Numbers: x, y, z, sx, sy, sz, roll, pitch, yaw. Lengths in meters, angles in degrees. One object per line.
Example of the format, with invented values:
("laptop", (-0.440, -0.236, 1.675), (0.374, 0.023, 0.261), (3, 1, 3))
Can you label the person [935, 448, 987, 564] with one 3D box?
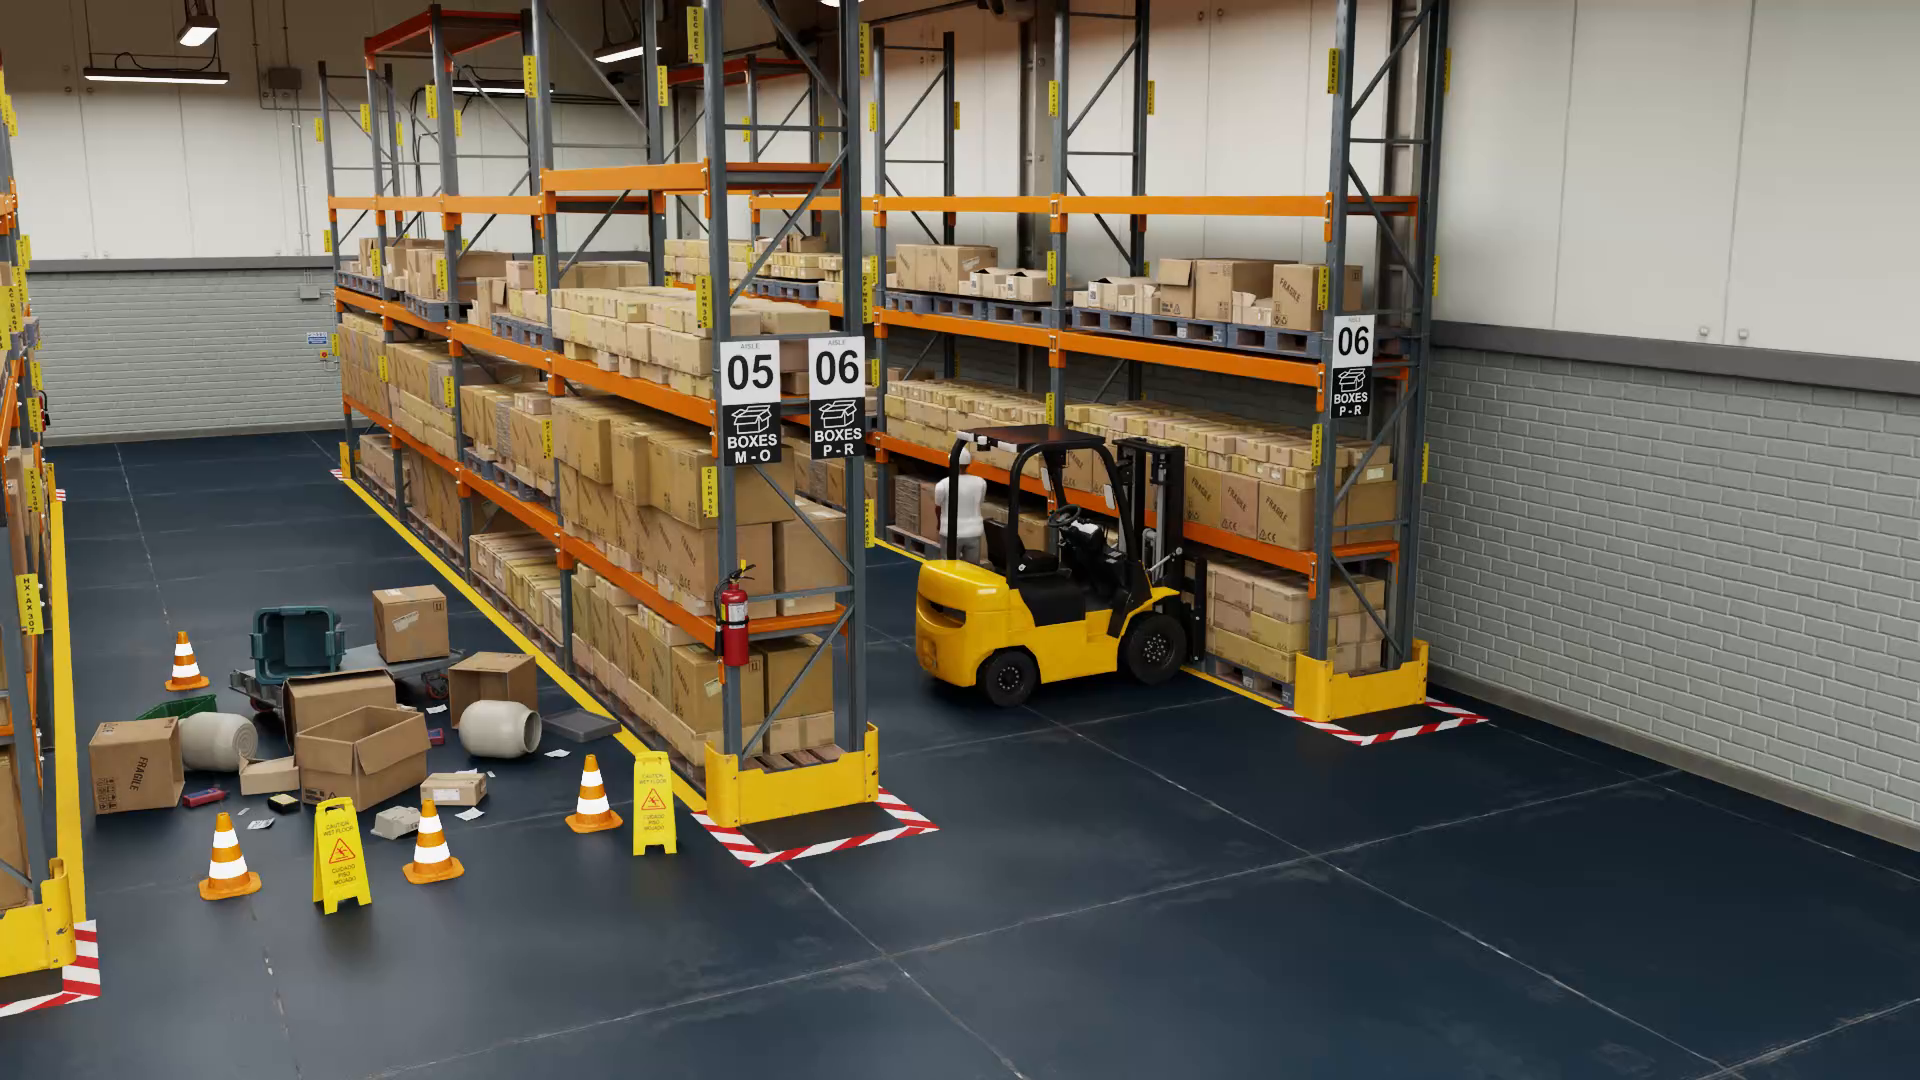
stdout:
("person", (-0.024, -0.059, 16.191), (0.504, 1.760, 0.584), (-3, 12, -14))
